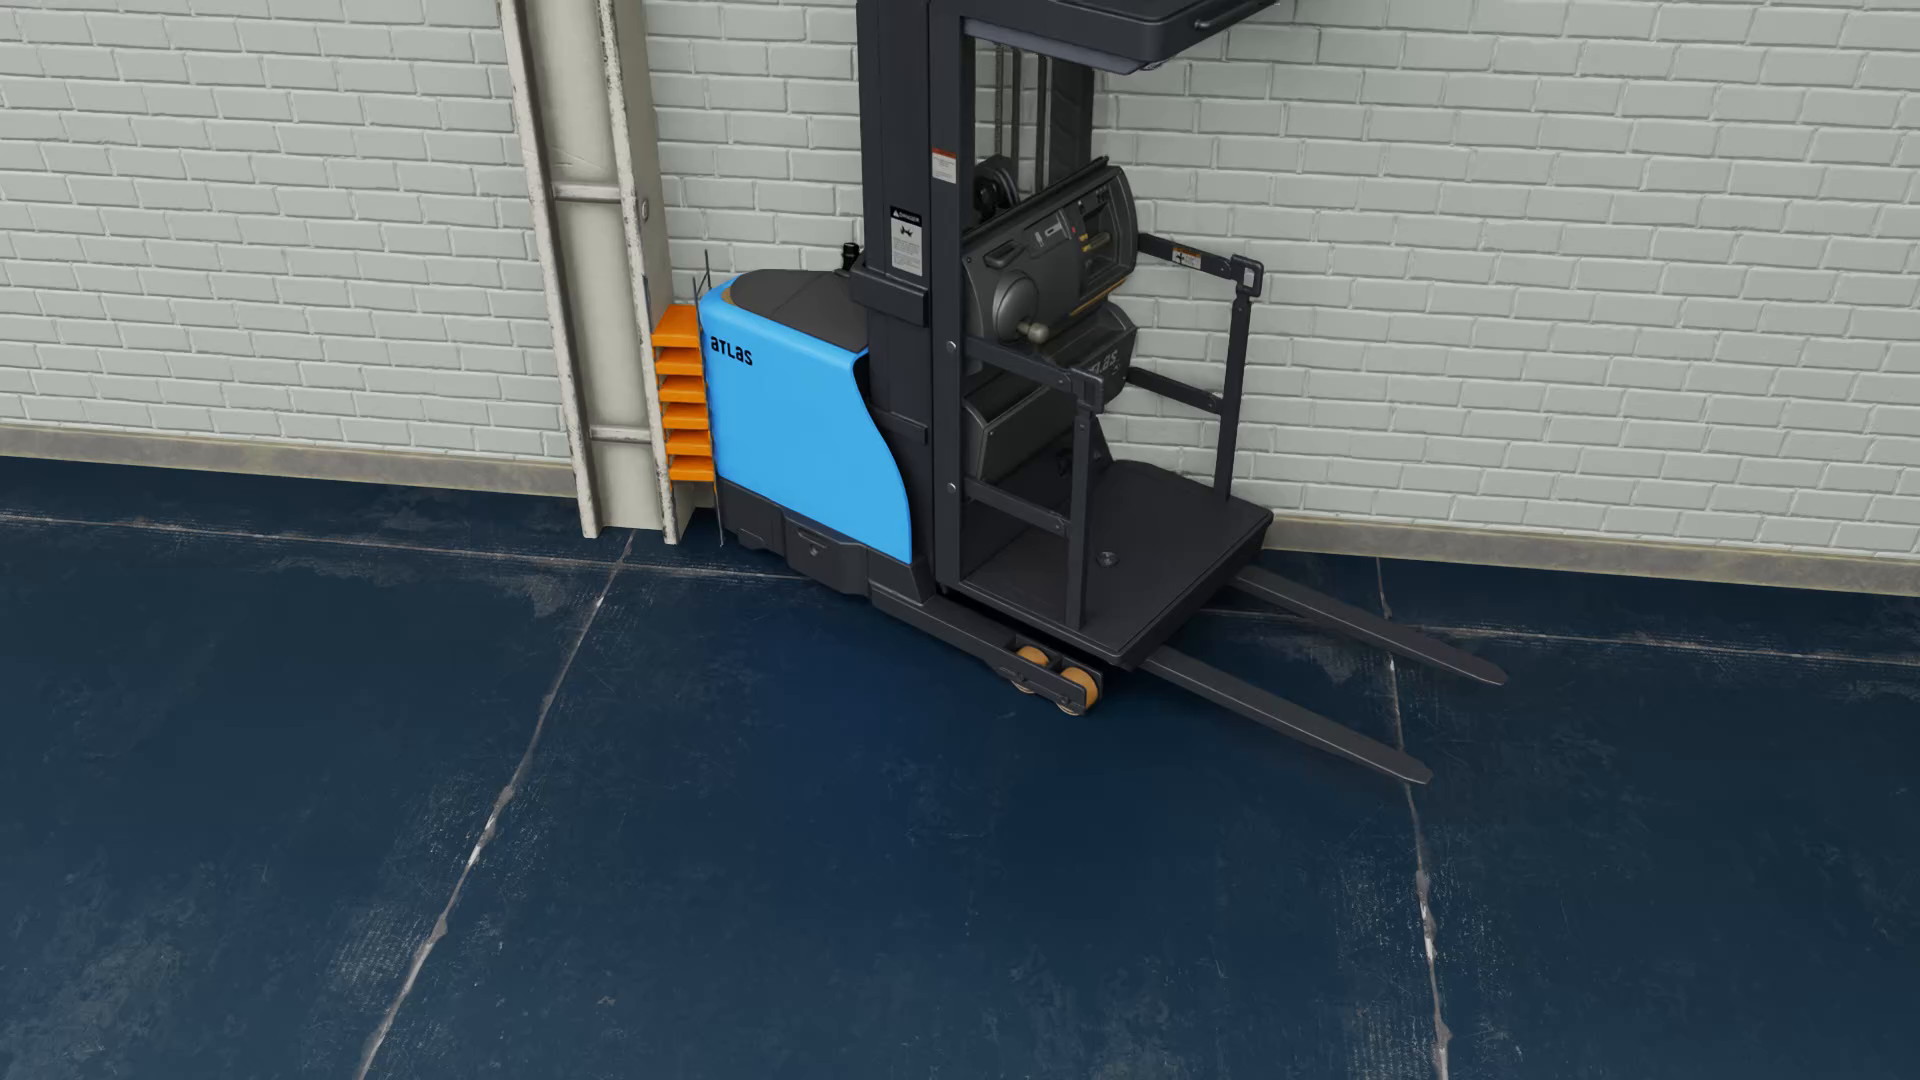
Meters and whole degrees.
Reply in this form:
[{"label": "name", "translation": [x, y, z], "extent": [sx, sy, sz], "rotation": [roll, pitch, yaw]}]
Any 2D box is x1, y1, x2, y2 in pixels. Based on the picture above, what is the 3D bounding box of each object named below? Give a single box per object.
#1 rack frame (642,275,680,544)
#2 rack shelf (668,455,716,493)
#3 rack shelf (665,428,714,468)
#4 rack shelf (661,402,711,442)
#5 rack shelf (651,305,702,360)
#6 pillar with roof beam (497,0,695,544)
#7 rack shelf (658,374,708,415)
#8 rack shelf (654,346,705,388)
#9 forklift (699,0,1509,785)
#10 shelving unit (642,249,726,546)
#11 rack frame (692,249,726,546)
[{"label": "rack frame", "translation": [-1.134, -0.537, 6.467], "extent": [0.006, 1.200, 0.240], "rotation": [3, 36, 4]}, {"label": "rack shelf", "translation": [-1.042, -0.303, 6.628], "extent": [0.180, 0.103, 0.258], "rotation": [3, 36, 4]}, {"label": "rack shelf", "translation": [-1.042, -0.400, 6.557], "extent": [0.180, 0.103, 0.258], "rotation": [3, 36, 4]}, {"label": "rack shelf", "translation": [-1.043, -0.497, 6.486], "extent": [0.180, 0.103, 0.258], "rotation": [3, 36, 4]}, {"label": "rack shelf", "translation": [-1.045, -0.788, 6.274], "extent": [0.180, 0.103, 0.258], "rotation": [3, 36, 4]}, {"label": "pillar with roof beam", "translation": [-1.866, -1.268, 0.781], "extent": [0.400, 9.000, 9.100], "rotation": [4, 36, 6]}, {"label": "rack shelf", "translation": [-1.044, -0.594, 6.416], "extent": [0.180, 0.103, 0.258], "rotation": [3, 36, 4]}, {"label": "rack shelf", "translation": [-1.044, -0.691, 6.345], "extent": [0.180, 0.103, 0.258], "rotation": [3, 36, 4]}, {"label": "forklift", "translation": [0.485, -0.925, 5.523], "extent": [3.031, 2.935, 1.130], "rotation": [24, 42, 30]}, {"label": "shelving unit", "translation": [-1.043, -0.533, 6.460], "extent": [0.189, 1.200, 0.258], "rotation": [3, 36, 4]}, {"label": "rack frame", "translation": [-0.952, -0.529, 6.454], "extent": [0.006, 1.200, 0.240], "rotation": [3, 36, 4]}]
